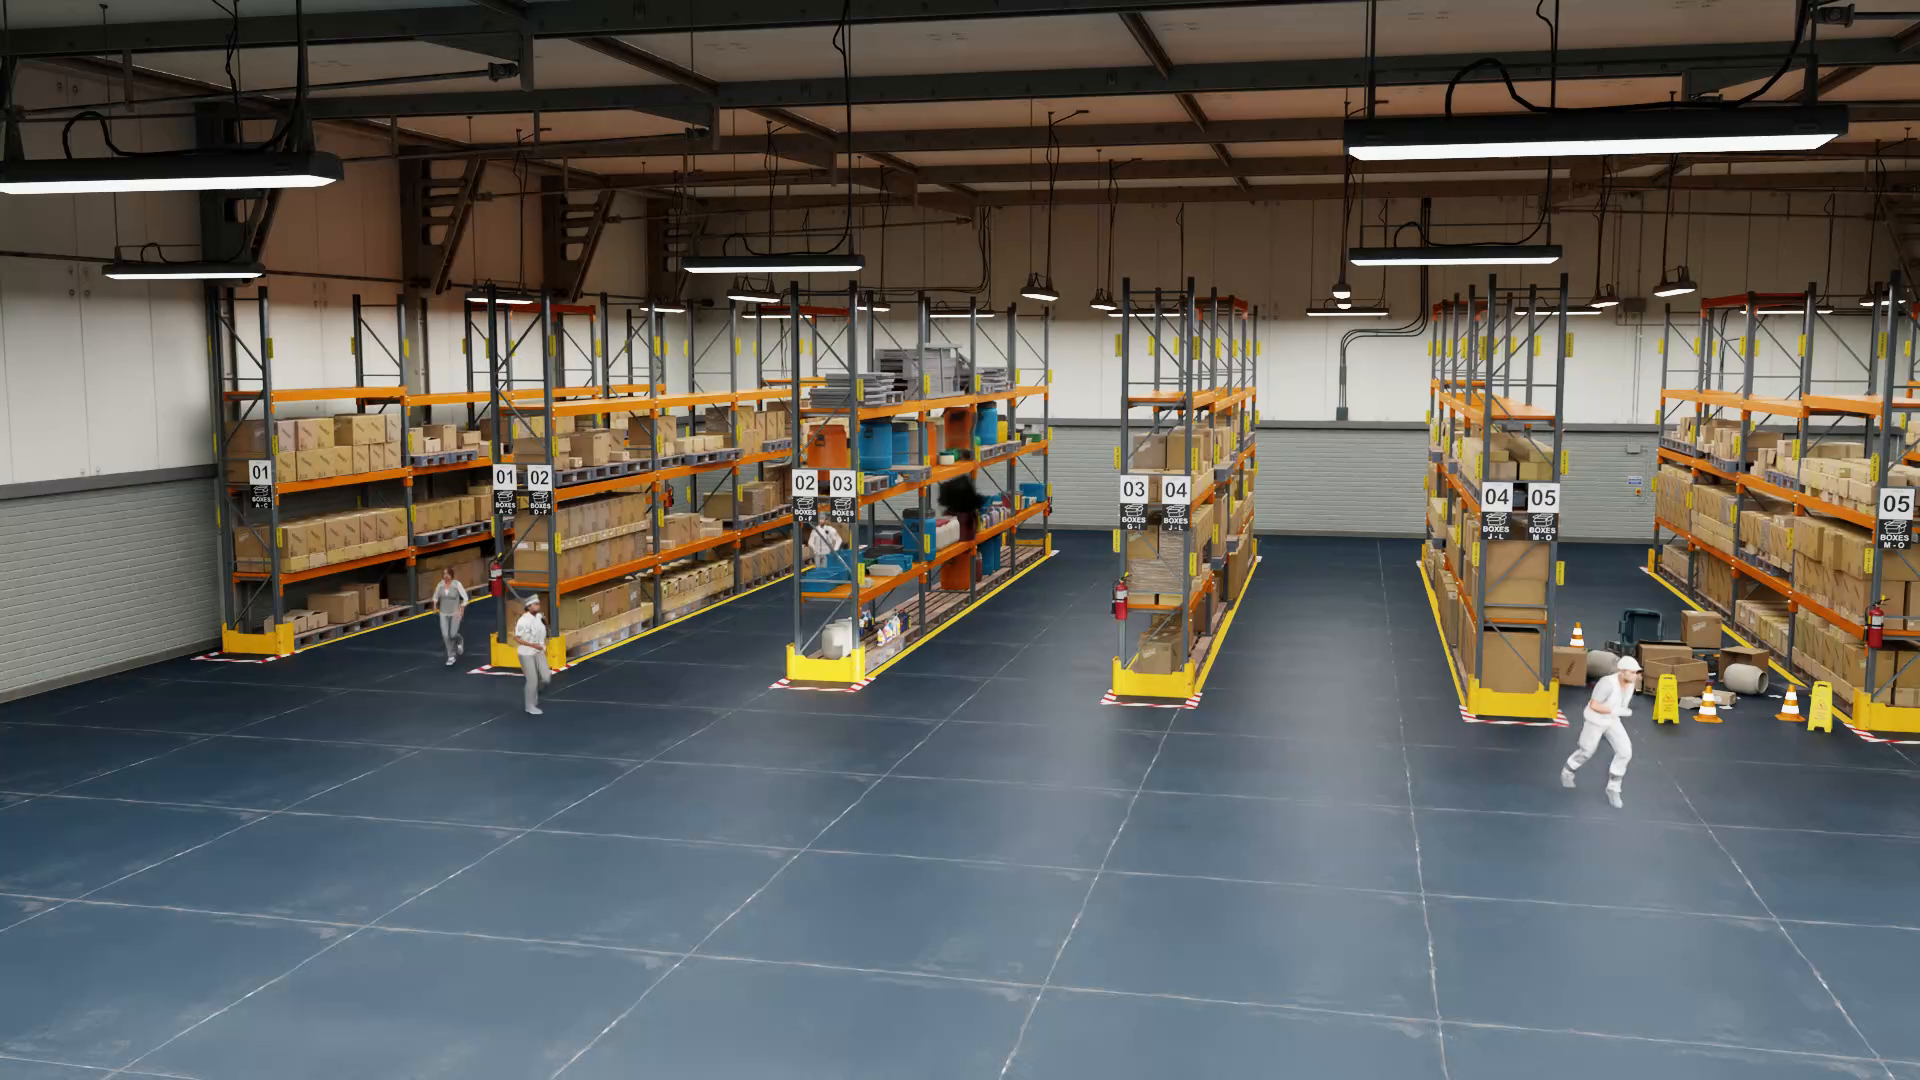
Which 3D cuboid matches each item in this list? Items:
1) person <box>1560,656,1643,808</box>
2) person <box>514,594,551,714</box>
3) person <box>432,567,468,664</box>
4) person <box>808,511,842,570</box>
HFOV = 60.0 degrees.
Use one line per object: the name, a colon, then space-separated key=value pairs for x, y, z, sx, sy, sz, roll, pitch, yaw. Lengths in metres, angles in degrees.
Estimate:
person: x=7.122 y=2.083 z=18.460 sx=0.707 sy=1.721 sz=1.026 roll=-3 pitch=7 yaw=-26
person: x=-5.843 y=1.567 z=22.813 sx=0.573 sy=1.670 sz=0.563 roll=4 pitch=8 yaw=32
person: x=-8.135 y=1.196 z=26.549 sx=0.560 sy=1.565 sz=0.576 roll=0 pitch=7 yaw=0
person: x=-2.587 y=0.296 z=31.317 sx=0.604 sy=1.676 sz=0.526 roll=2 pitch=7 yaw=14
